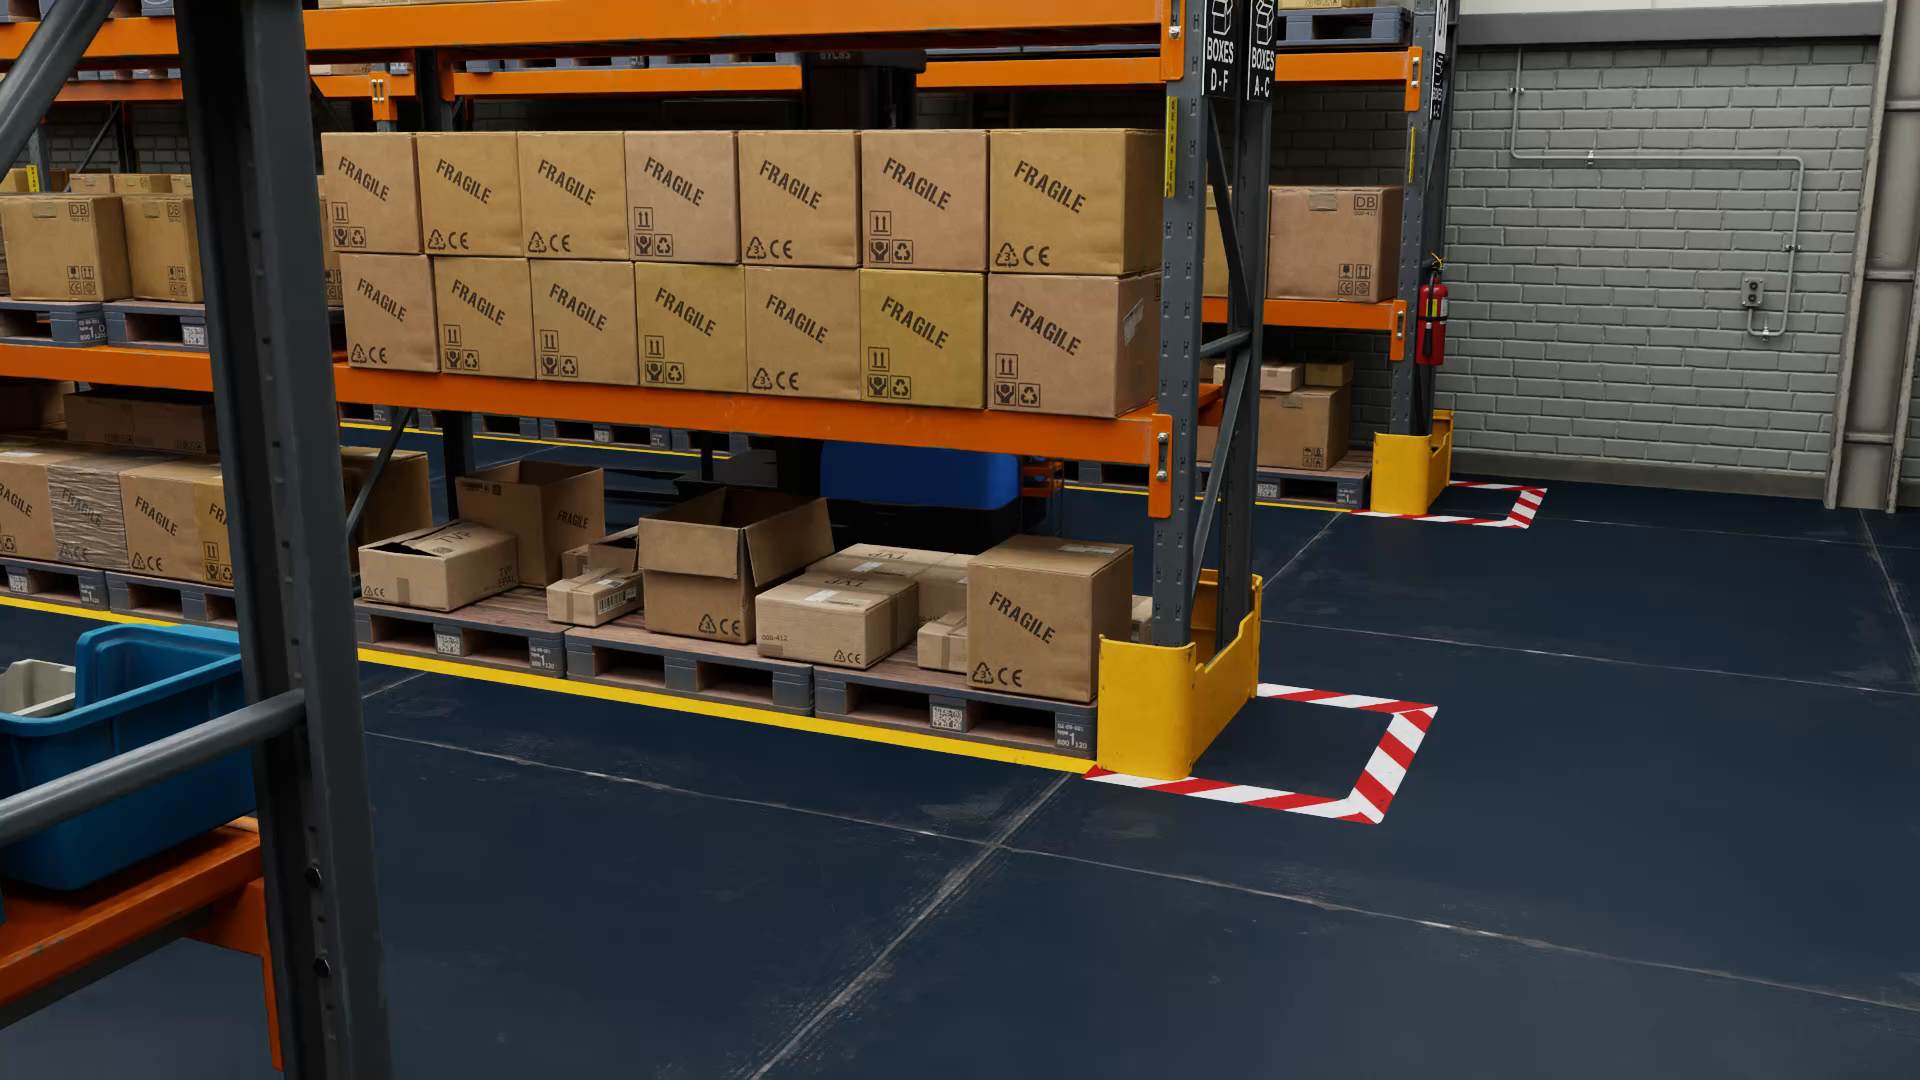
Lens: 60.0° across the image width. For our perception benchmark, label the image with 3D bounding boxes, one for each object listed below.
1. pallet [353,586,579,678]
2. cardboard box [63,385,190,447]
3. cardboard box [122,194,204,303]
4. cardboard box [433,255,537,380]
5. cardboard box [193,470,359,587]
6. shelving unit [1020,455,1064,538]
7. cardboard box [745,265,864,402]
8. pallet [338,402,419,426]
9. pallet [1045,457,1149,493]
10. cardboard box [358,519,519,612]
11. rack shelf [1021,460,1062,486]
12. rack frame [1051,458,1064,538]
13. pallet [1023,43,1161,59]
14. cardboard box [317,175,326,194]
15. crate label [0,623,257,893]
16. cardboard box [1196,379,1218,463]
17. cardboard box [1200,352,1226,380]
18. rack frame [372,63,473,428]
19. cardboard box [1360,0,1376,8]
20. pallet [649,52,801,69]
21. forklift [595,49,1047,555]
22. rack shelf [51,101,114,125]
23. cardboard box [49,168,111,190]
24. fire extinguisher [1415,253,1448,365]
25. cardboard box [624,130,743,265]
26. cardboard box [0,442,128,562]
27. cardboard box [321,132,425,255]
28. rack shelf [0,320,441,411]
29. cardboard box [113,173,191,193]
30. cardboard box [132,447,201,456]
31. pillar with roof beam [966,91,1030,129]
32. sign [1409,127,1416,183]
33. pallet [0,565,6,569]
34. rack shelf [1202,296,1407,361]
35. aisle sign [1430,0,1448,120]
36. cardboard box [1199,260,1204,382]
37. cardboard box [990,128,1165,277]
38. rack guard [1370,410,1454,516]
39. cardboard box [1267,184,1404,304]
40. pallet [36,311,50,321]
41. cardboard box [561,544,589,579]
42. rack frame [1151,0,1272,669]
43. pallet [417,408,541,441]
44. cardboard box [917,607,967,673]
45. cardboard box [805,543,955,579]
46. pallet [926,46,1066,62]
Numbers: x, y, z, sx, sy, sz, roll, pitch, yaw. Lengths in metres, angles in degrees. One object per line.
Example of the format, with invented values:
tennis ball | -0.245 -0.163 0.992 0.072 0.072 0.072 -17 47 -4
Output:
pallet | -2.079 0.339 7.849 1.213 0.211 1.003 6 14 23
cardboard box | -4.423 -0.679 8.951 0.500 0.250 0.500 5 14 22
cardboard box | -3.704 -1.477 8.343 0.500 0.500 0.700 8 16 32
cardboard box | -1.882 -0.980 7.148 0.500 0.500 0.500 6 15 24
cardboard box | -3.274 -0.066 7.977 0.500 0.500 0.500 6 14 23
shelving unit | 0.472 -0.547 9.461 0.189 1.200 0.258 5 14 19
cardboard box | -0.499 -0.840 6.551 0.500 0.500 0.500 6 14 24
pallet | -5.075 -1.203 14.418 1.213 0.211 1.003 6 14 23
pallet | 1.079 -0.561 11.682 1.213 0.211 1.003 6 14 23
cardboard box | -2.410 0.096 7.701 0.500 0.311 0.500 6 14 23
rack shelf | 0.472 -0.387 9.499 0.180 0.103 0.258 5 14 19
rack frame | 0.558 -0.541 9.432 0.006 1.200 0.240 5 14 19
pallet | 1.152 -3.344 11.066 1.213 0.211 1.003 6 14 23
cardboard box | -5.317 -2.838 14.101 0.500 0.500 0.700 4 14 18
crate label | -1.152 0.283 2.220 0.303 0.233 0.416 6 14 23
cardboard box | 1.816 -0.825 11.257 0.500 0.500 0.700 6 14 23
cardboard box | 1.776 -1.195 11.413 0.250 0.149 0.380 6 14 24
rack frame | -4.361 -2.488 13.790 0.127 3.000 1.000 6 14 23
cardboard box | 2.386 -3.507 10.757 0.500 0.250 0.500 7 15 26
pallet | -1.562 -3.559 12.210 1.217 0.209 0.805 5 14 21
forklift | -1.053 -1.510 9.774 3.031 2.935 1.130 5 14 19
rack shelf | -9.847 -4.153 15.896 4.000 0.370 1.077 6 14 23
cardboard box | -8.363 -3.247 15.668 0.500 0.500 0.500 5 14 22
fire extinguisher | 2.905 -1.418 10.217 0.183 0.674 0.296 6 14 23
cardboard box | -0.975 -1.373 6.631 0.500 0.500 0.500 6 15 25
cardboard box | -4.647 -0.206 8.576 0.500 0.500 0.500 5 14 21
cardboard box | -2.390 -1.516 7.240 0.500 0.500 0.500 6 15 25
rack shelf | -4.535 -0.917 8.673 4.000 0.370 1.077 6 14 23
cardboard box | -7.058 -3.013 14.848 0.500 0.500 0.700 7 15 29
cardboard box | -3.996 -0.270 8.849 0.500 0.500 0.500 6 14 24
pillar with roof beam | -1.457 -4.255 8.190 0.400 9.000 9.100 6 14 23
sign | 2.721 -2.314 9.999 0.005 0.325 0.100 6 14 23
pallet | -5.697 -0.018 9.370 1.213 0.211 1.003 6 14 23
rack shelf | 1.125 -1.582 11.506 4.000 0.370 1.077 6 14 23
aisle sign | 2.898 -2.944 10.043 0.004 0.787 0.394 6 14 23
cardboard box | 0.652 -0.857 6.623 0.500 0.500 0.500 6 15 24
cardboard box | 0.432 -1.232 6.030 0.500 0.500 0.500 6 14 23
rack guard | 2.976 -0.528 10.912 0.348 0.500 1.175 6 14 23
cardboard box | 2.483 -1.939 10.794 0.700 0.700 0.980 7 15 26
pallet | -5.716 -1.311 9.196 1.003 0.211 1.213 6 14 23
cardboard box | -1.704 0.107 8.011 0.250 0.149 0.380 6 14 23
rack frame | 0.951 -0.712 6.225 0.127 3.000 1.000 6 14 23
pallet | -3.670 -1.041 13.731 1.213 0.211 1.003 6 14 23
cardboard box | 0.020 0.398 6.733 0.250 0.166 0.380 6 14 23
cardboard box | -0.346 0.210 7.350 0.500 0.250 0.500 6 14 23
pallet | 0.040 -3.457 11.548 1.213 0.211 1.003 6 14 23
